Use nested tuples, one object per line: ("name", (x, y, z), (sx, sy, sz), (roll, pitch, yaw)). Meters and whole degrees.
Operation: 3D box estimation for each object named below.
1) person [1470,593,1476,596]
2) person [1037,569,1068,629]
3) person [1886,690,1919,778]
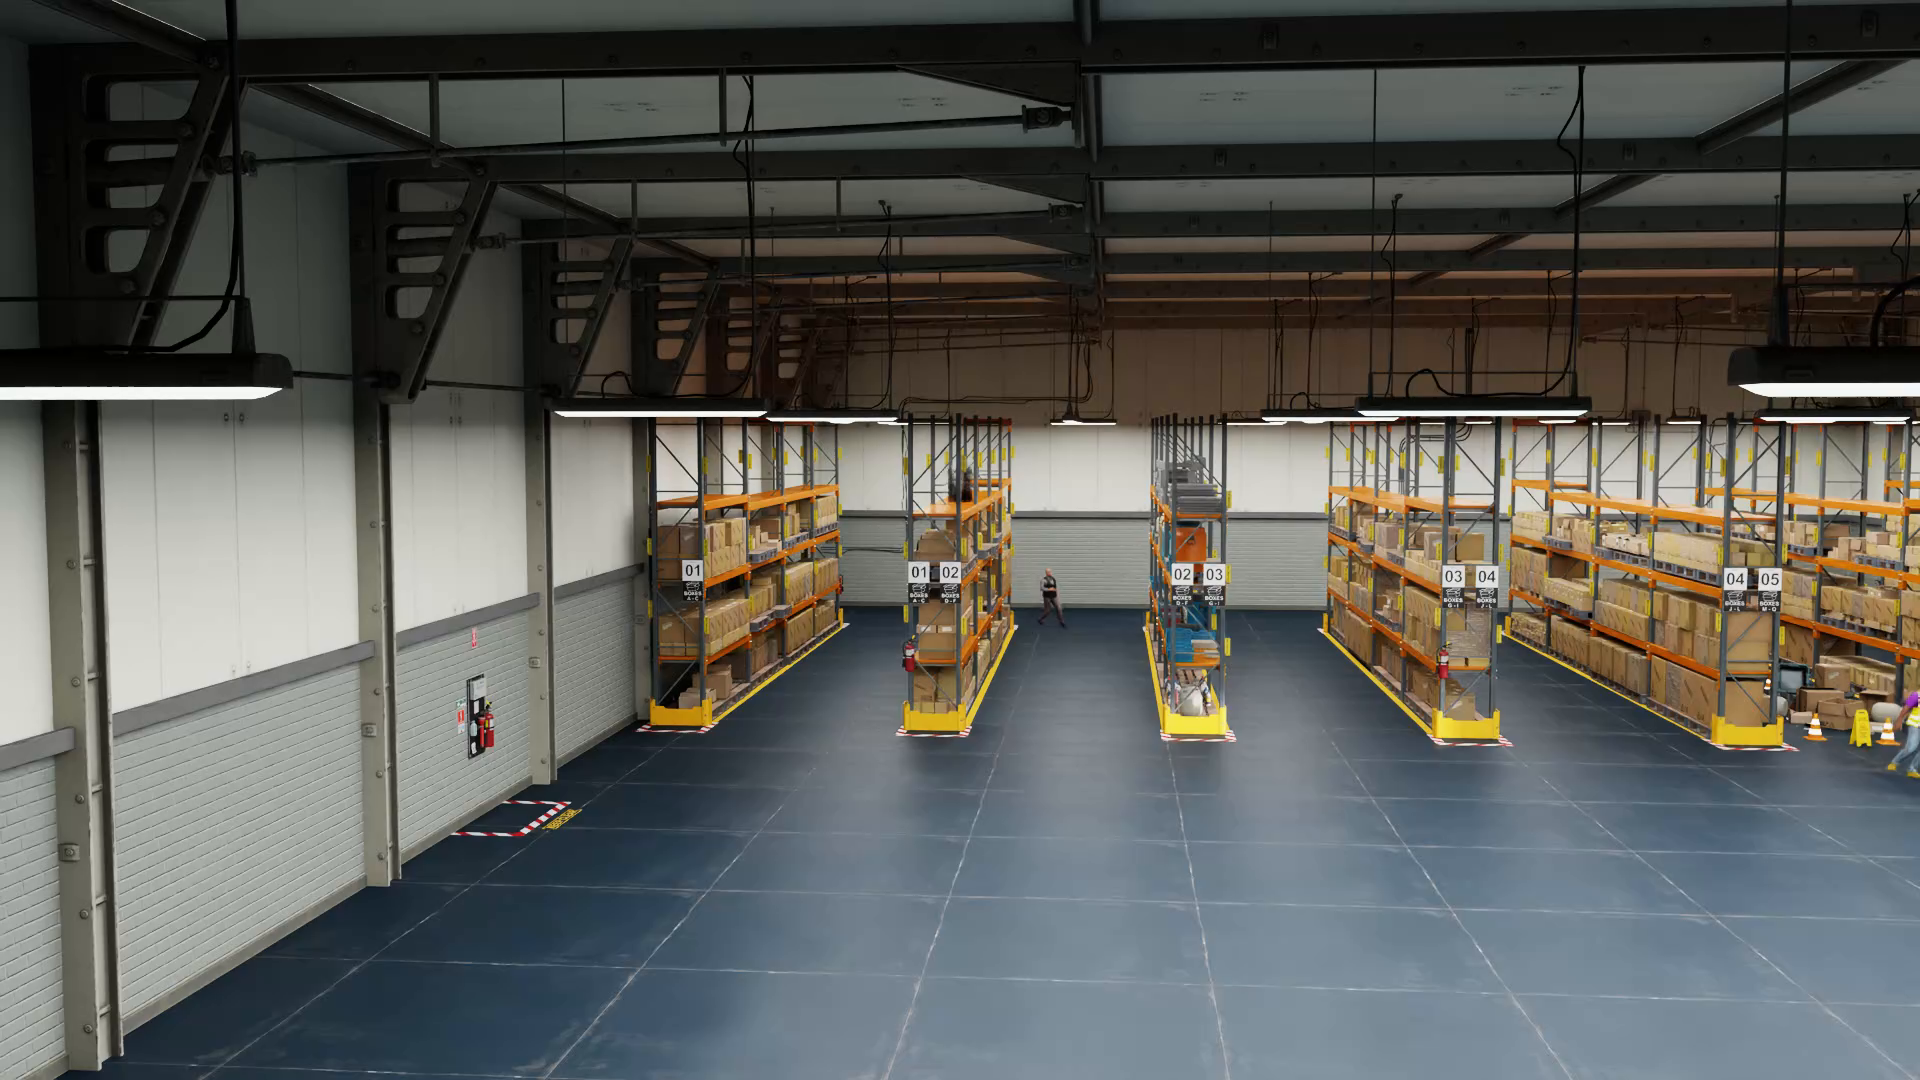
("person", (13.931, 1.806, 45.156), (0.677, 1.798, 0.719), (0, 4, 7))
("person", (2.576, 1.672, 47.666), (0.677, 1.711, 0.955), (-3, 5, -36))
("person", (15.661, 3.042, 27.122), (0.825, 1.683, 0.695), (-1, 4, -8))
